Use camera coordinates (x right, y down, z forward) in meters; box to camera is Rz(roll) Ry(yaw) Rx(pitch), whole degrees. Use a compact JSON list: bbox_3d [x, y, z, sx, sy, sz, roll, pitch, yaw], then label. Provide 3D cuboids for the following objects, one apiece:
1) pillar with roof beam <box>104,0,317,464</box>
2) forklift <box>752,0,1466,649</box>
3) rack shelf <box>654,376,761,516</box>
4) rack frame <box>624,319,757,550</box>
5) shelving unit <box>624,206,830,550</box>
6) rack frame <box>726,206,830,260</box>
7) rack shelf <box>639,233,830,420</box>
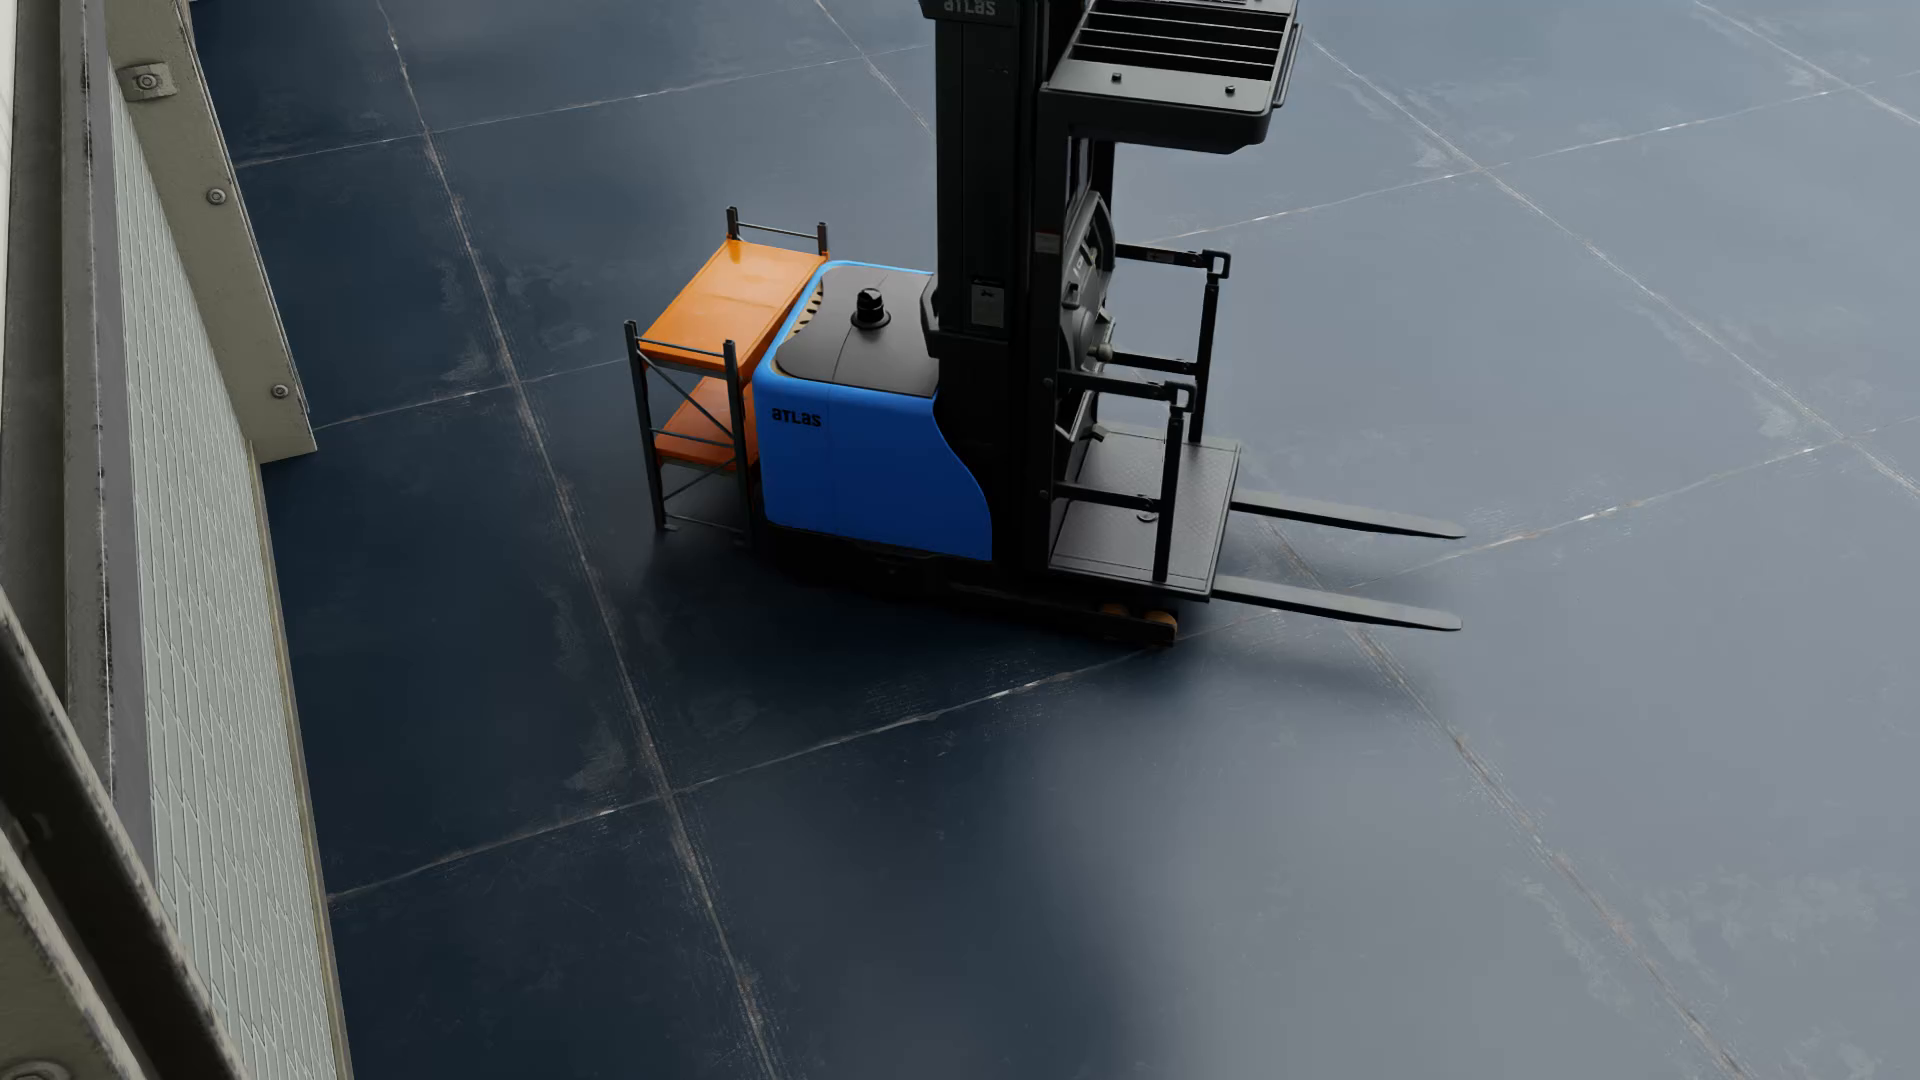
[{"bbox_3d":[0.597,-5.005,6.588,9.100,9.000,0.400,-15,43,-17],"label":"pillar with roof beam"},{"bbox_3d":[0.699,-1.031,6.619,3.031,2.935,1.130,10,42,11],"label":"forklift"},{"bbox_3d":[-1.011,-0.573,7.847,0.538,0.278,1.000,13,42,14],"label":"rack shelf"},{"bbox_3d":[-1.176,-0.445,7.323,0.500,1.125,0.032,13,42,14],"label":"rack frame"},{"bbox_3d":[-1.011,-0.759,7.688,0.538,1.125,1.048,13,42,14],"label":"shelving unit"},{"bbox_3d":[-0.847,-1.072,8.052,0.500,1.125,0.032,13,42,14],"label":"rack frame"},{"bbox_3d":[-1.012,-0.980,7.497,0.538,0.278,1.000,13,42,14],"label":"rack shelf"}]
